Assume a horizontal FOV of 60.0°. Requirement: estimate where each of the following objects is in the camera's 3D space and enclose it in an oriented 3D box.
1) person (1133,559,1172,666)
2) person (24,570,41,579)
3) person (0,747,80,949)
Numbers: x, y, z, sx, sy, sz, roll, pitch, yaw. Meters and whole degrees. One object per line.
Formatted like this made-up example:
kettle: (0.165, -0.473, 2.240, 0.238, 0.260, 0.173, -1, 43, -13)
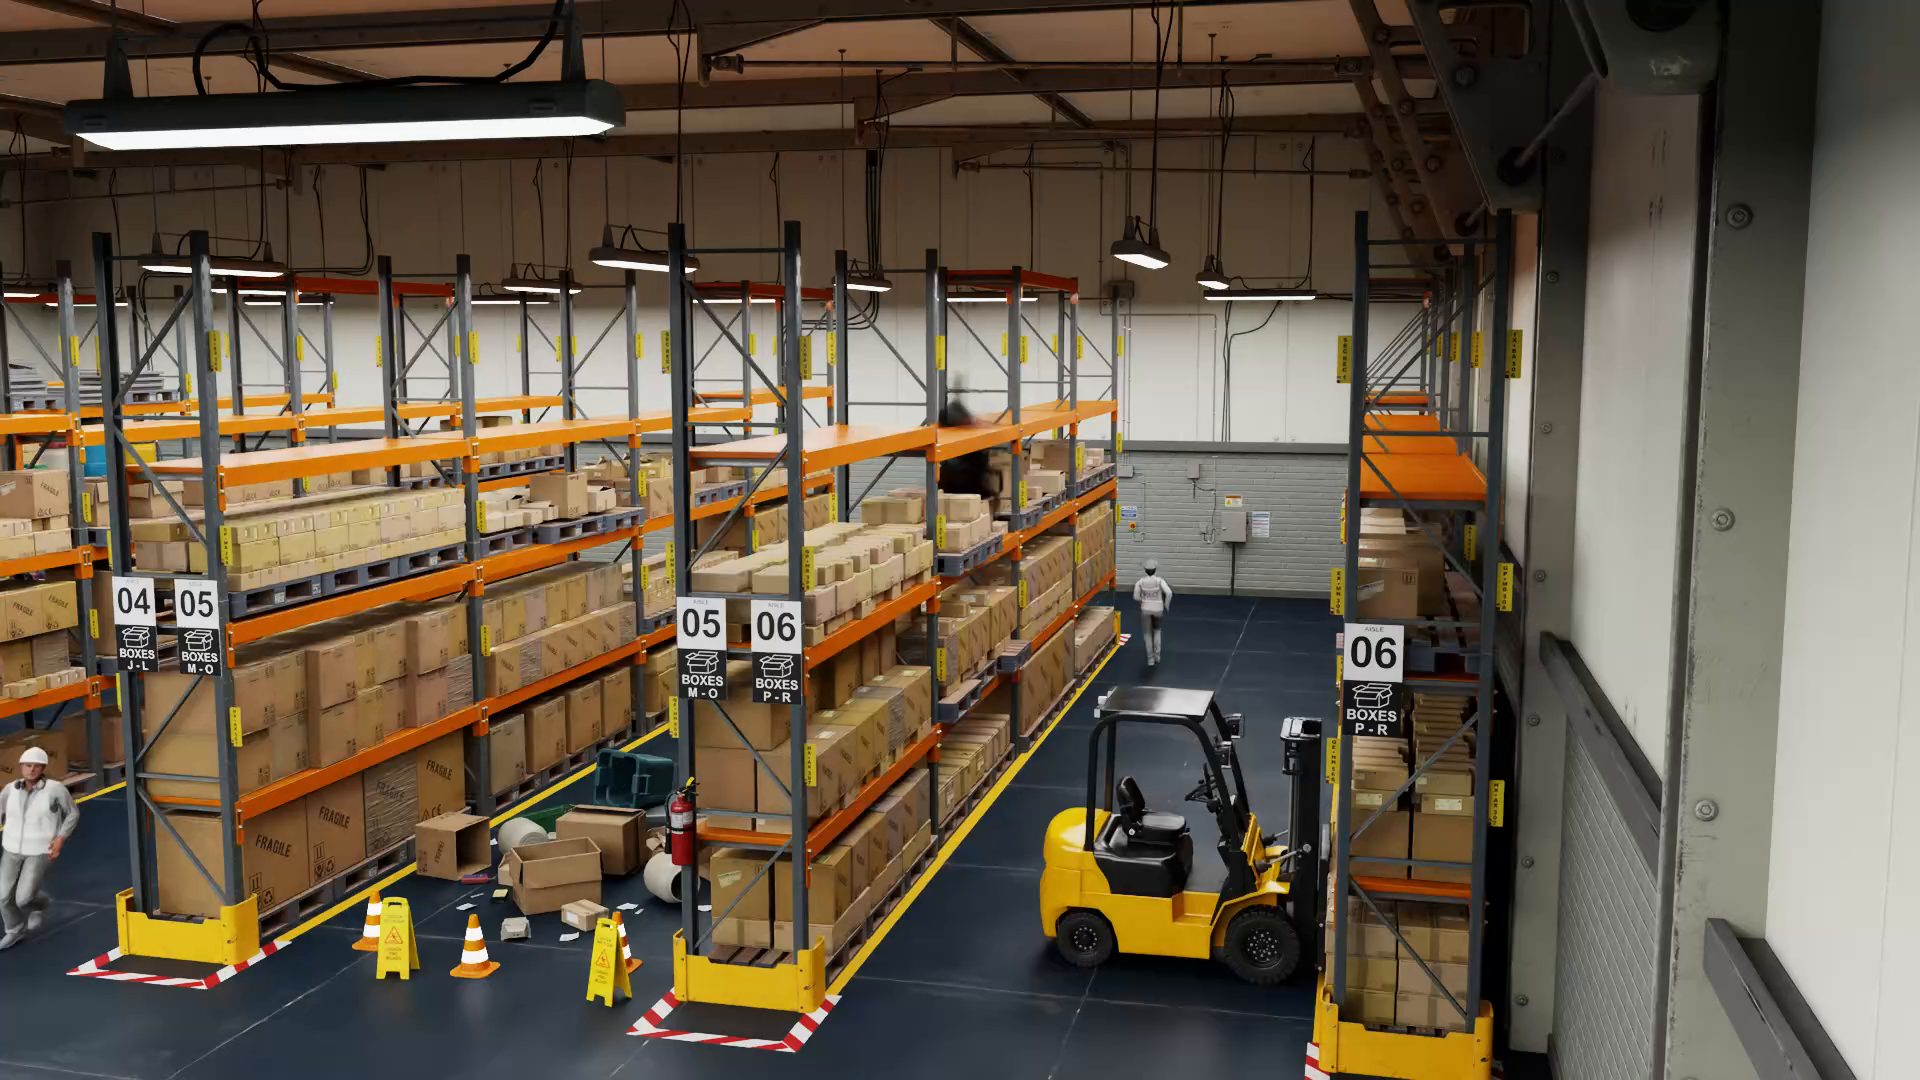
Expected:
person: (3.030, 1.127, 26.246, 0.598, 1.669, 0.608, 0, 7, 3)
person: (-15.958, 0.878, 28.736, 0.522, 1.630, 0.751, 1, 7, 8)
person: (-7.894, 2.608, 14.144, 0.705, 1.711, 0.532, 0, 7, -4)
